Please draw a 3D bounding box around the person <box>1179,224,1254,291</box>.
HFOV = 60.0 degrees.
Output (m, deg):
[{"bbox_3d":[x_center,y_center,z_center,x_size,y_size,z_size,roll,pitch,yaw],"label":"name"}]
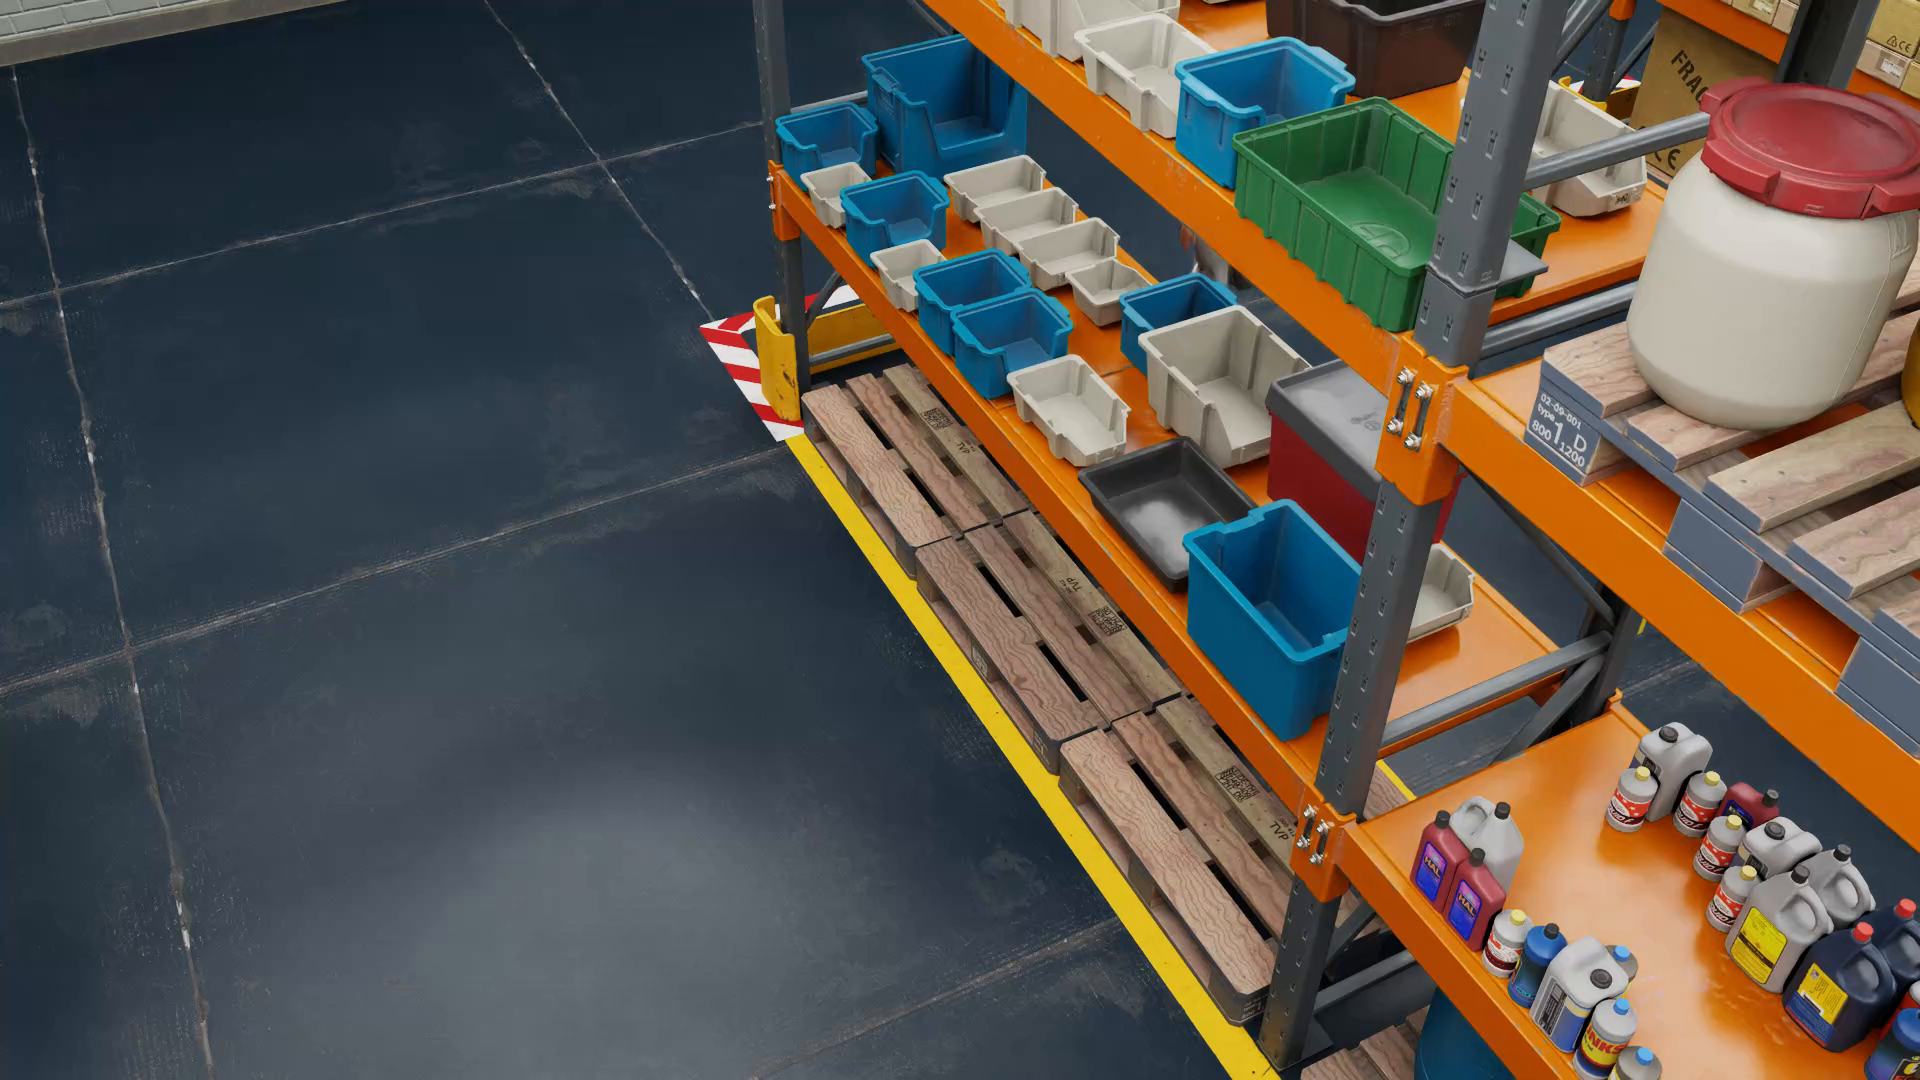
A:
[{"bbox_3d":[1.227,-1.571,7.908,0.446,1.562,0.604,-14,44,-15],"label":"person"}]
